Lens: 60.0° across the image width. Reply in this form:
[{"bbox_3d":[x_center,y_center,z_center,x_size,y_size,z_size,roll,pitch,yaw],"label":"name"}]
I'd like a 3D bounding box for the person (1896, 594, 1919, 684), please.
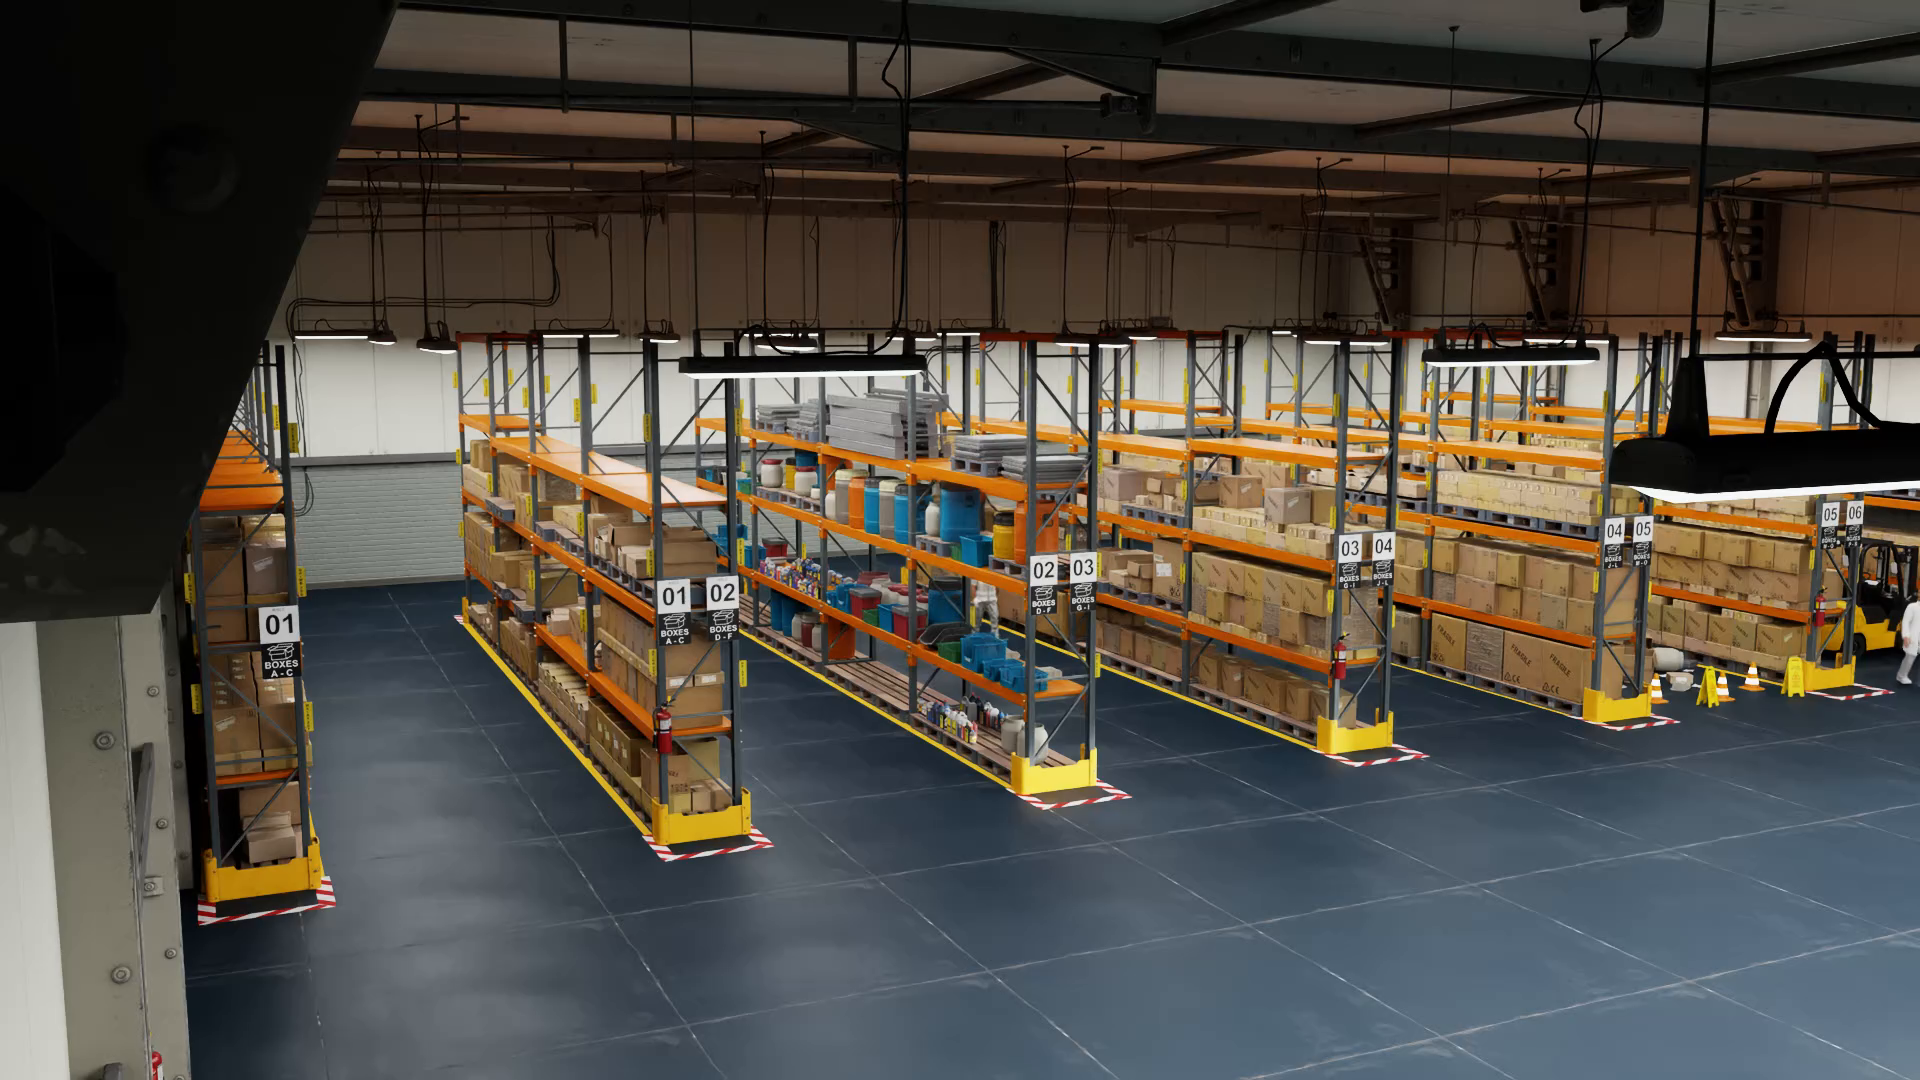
[{"bbox_3d":[16.274,1.675,28.104,0.708,1.727,1.122,0,8,-1],"label":"person"}]

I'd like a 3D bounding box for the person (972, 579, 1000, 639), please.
[{"bbox_3d":[0.518,1.151,31.968,0.623,1.722,1.069,-3,8,-21],"label":"person"}]
